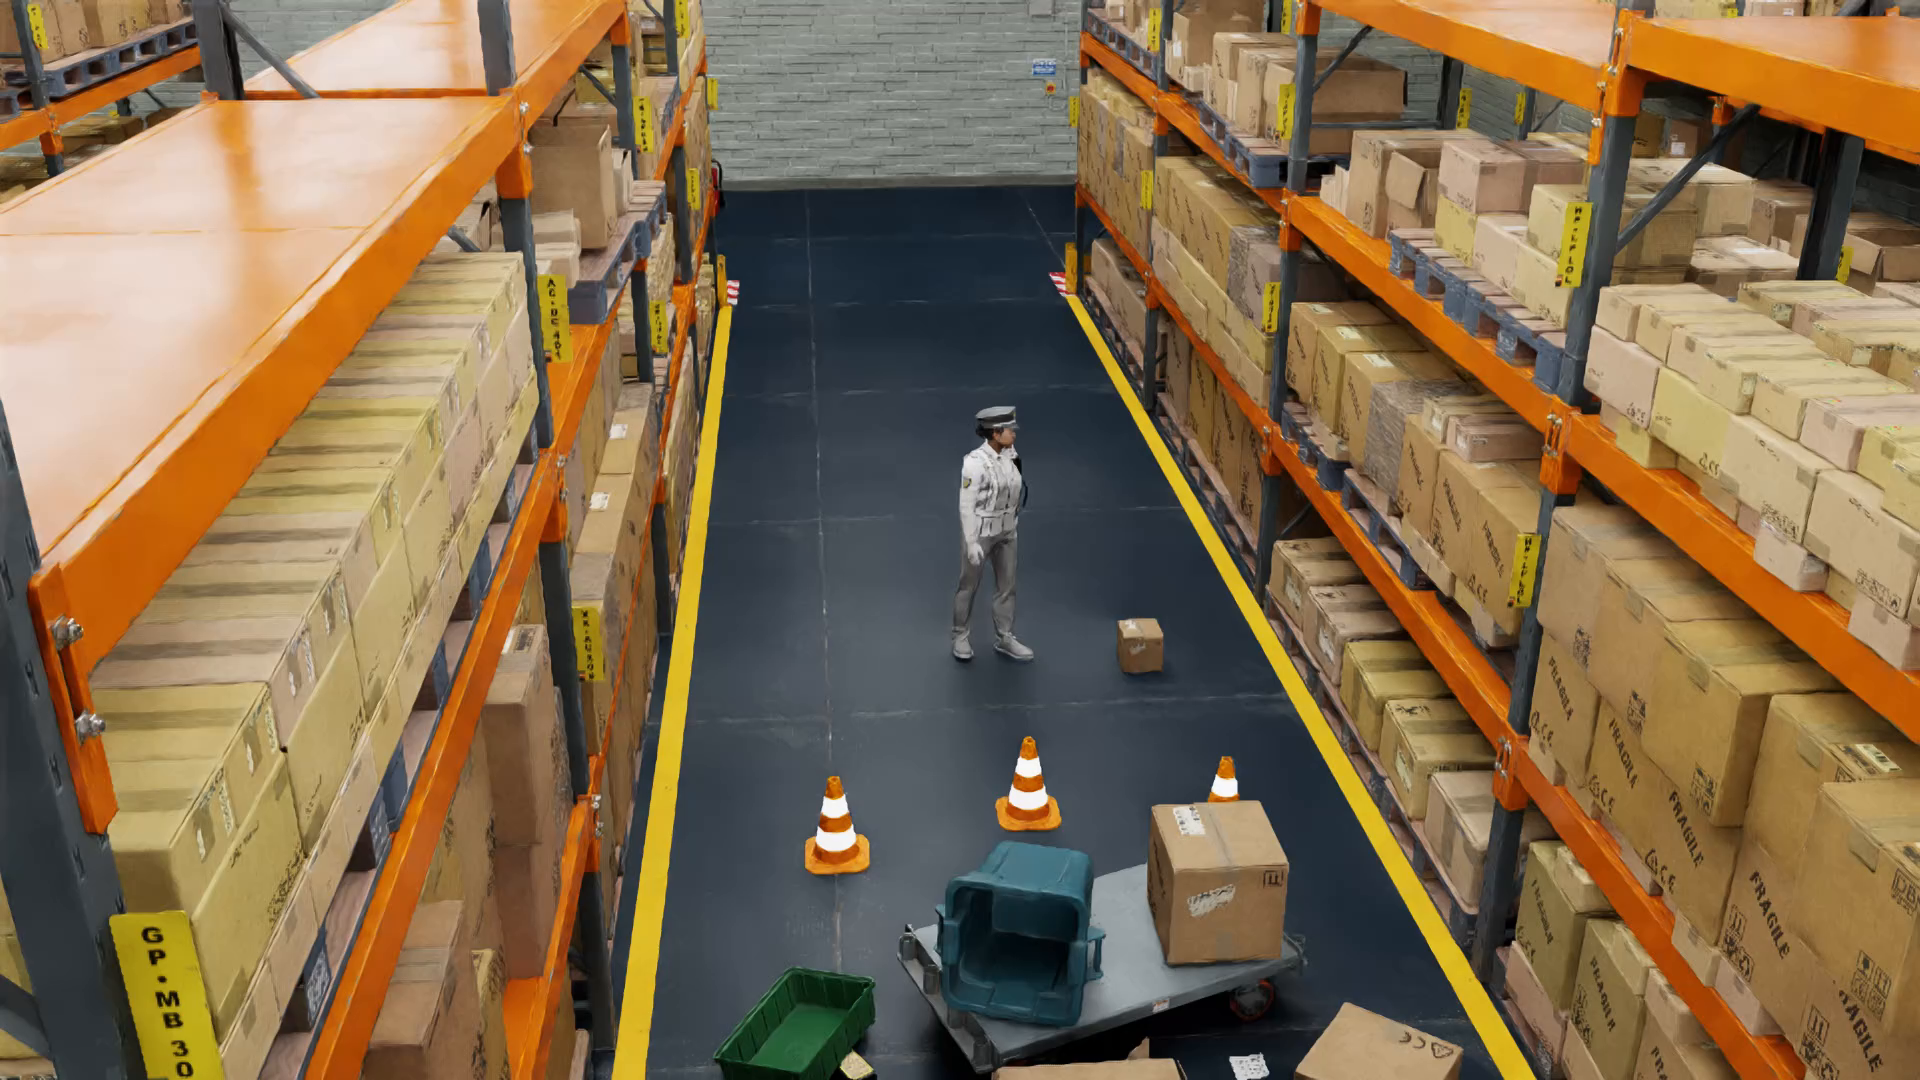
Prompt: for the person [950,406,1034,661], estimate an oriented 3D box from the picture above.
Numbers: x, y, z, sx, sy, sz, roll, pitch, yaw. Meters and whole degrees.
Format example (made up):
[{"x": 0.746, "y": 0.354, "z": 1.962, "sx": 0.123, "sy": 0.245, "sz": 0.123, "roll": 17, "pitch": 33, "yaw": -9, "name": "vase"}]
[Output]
[{"x": 0.199, "y": -0.040, "z": 10.376, "sx": 0.497, "sy": 1.679, "sz": 0.509, "roll": -20, "pitch": 31, "yaw": -38, "name": "person"}]
